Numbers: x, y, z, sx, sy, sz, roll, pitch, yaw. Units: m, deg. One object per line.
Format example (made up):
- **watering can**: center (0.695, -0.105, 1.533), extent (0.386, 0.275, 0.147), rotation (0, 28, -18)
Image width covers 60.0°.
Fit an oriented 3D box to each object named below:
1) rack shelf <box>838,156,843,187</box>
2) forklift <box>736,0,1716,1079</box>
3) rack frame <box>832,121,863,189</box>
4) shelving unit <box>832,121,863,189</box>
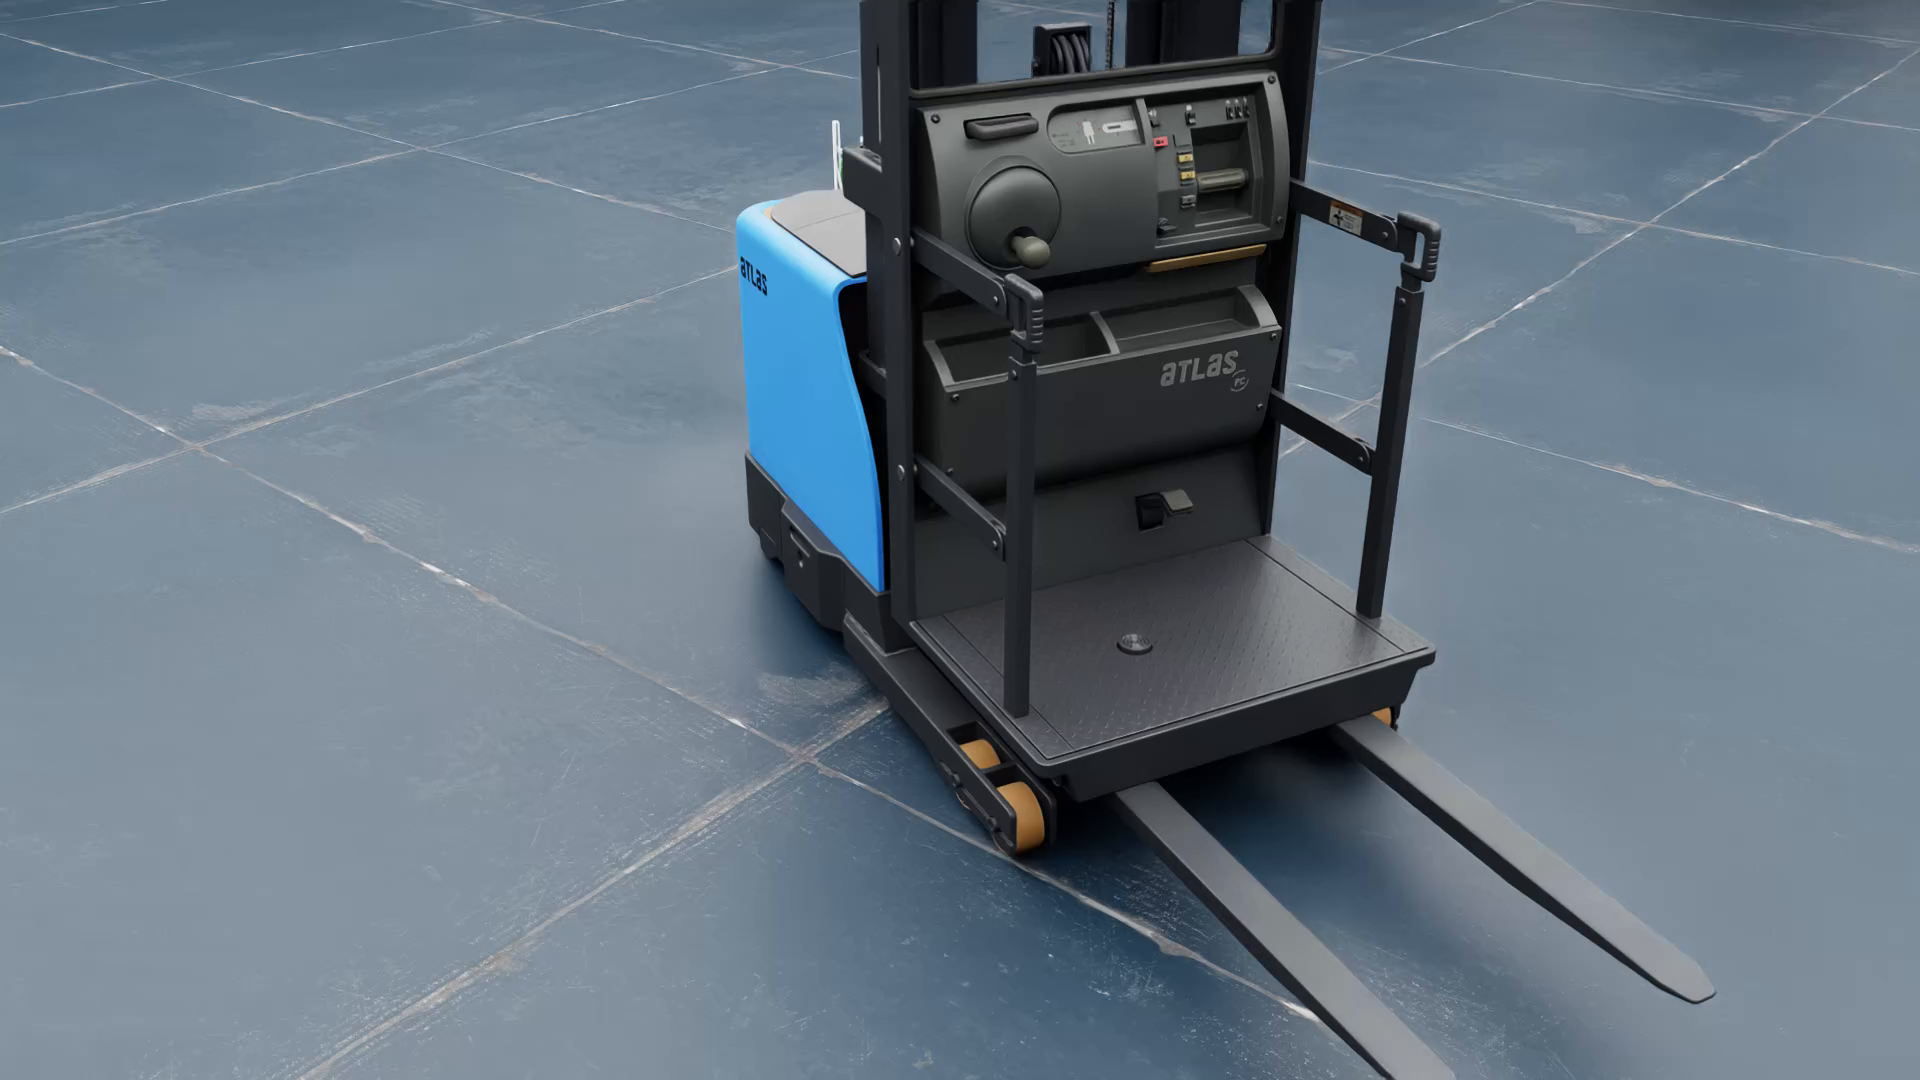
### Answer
- **rack shelf**: center (-0.117, -1.133, 5.228), extent (0.480, 0.148, 0.258), rotation (-13, 30, -23)
- **forklift**: center (0.449, -0.808, 3.621), extent (1.130, 2.935, 3.031), rotation (-13, 30, -23)
- **rack frame**: center (-0.335, -0.713, 5.322), extent (0.015, 1.200, 0.240), rotation (-13, 30, -23)
- **shelving unit**: center (-0.117, -0.763, 5.419), extent (0.503, 1.200, 0.258), rotation (-13, 30, -23)
